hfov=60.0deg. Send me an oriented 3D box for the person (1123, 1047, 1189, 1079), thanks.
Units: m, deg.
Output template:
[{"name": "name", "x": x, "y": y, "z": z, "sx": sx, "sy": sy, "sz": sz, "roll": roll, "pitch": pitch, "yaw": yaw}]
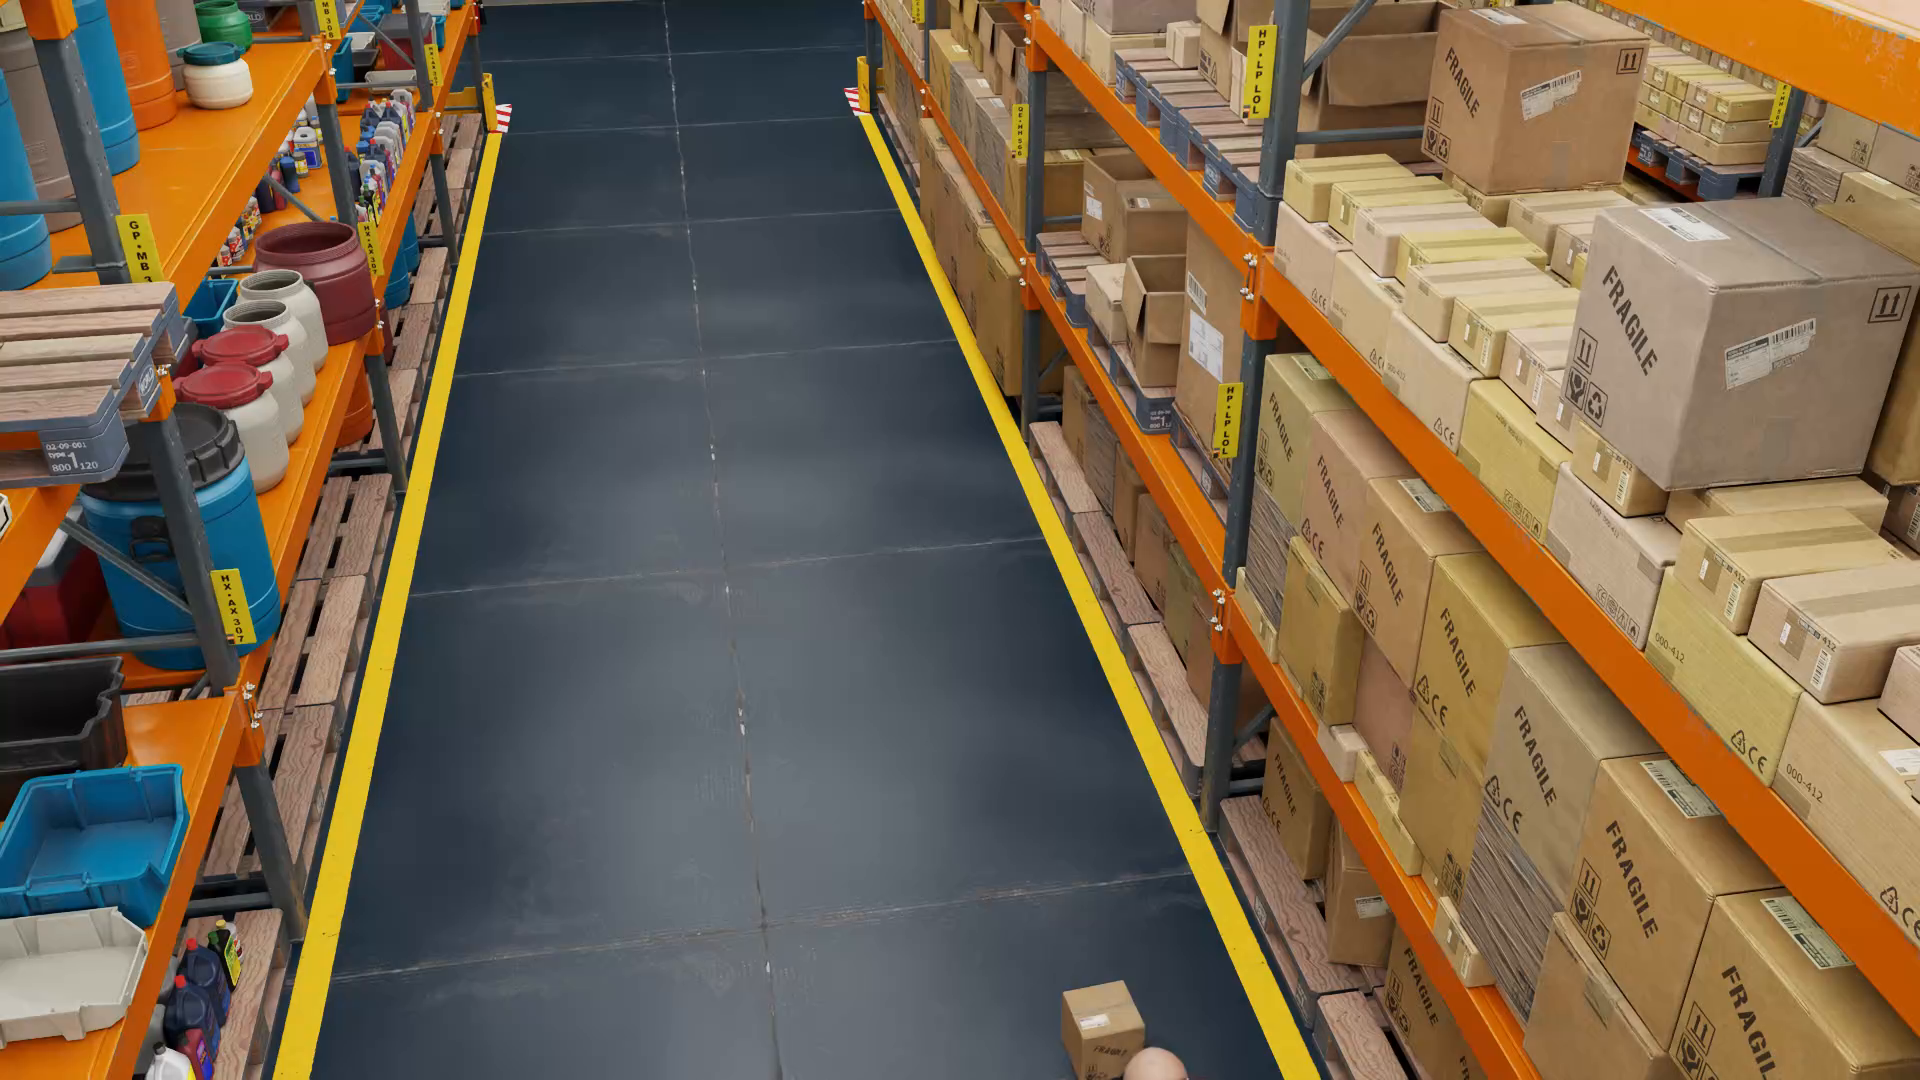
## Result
[{"name": "person", "x": 0.478, "y": 2.072, "z": 4.596, "sx": 0.574, "sy": 1.748, "sz": 0.932, "roll": -4, "pitch": 30, "yaw": -6}]
